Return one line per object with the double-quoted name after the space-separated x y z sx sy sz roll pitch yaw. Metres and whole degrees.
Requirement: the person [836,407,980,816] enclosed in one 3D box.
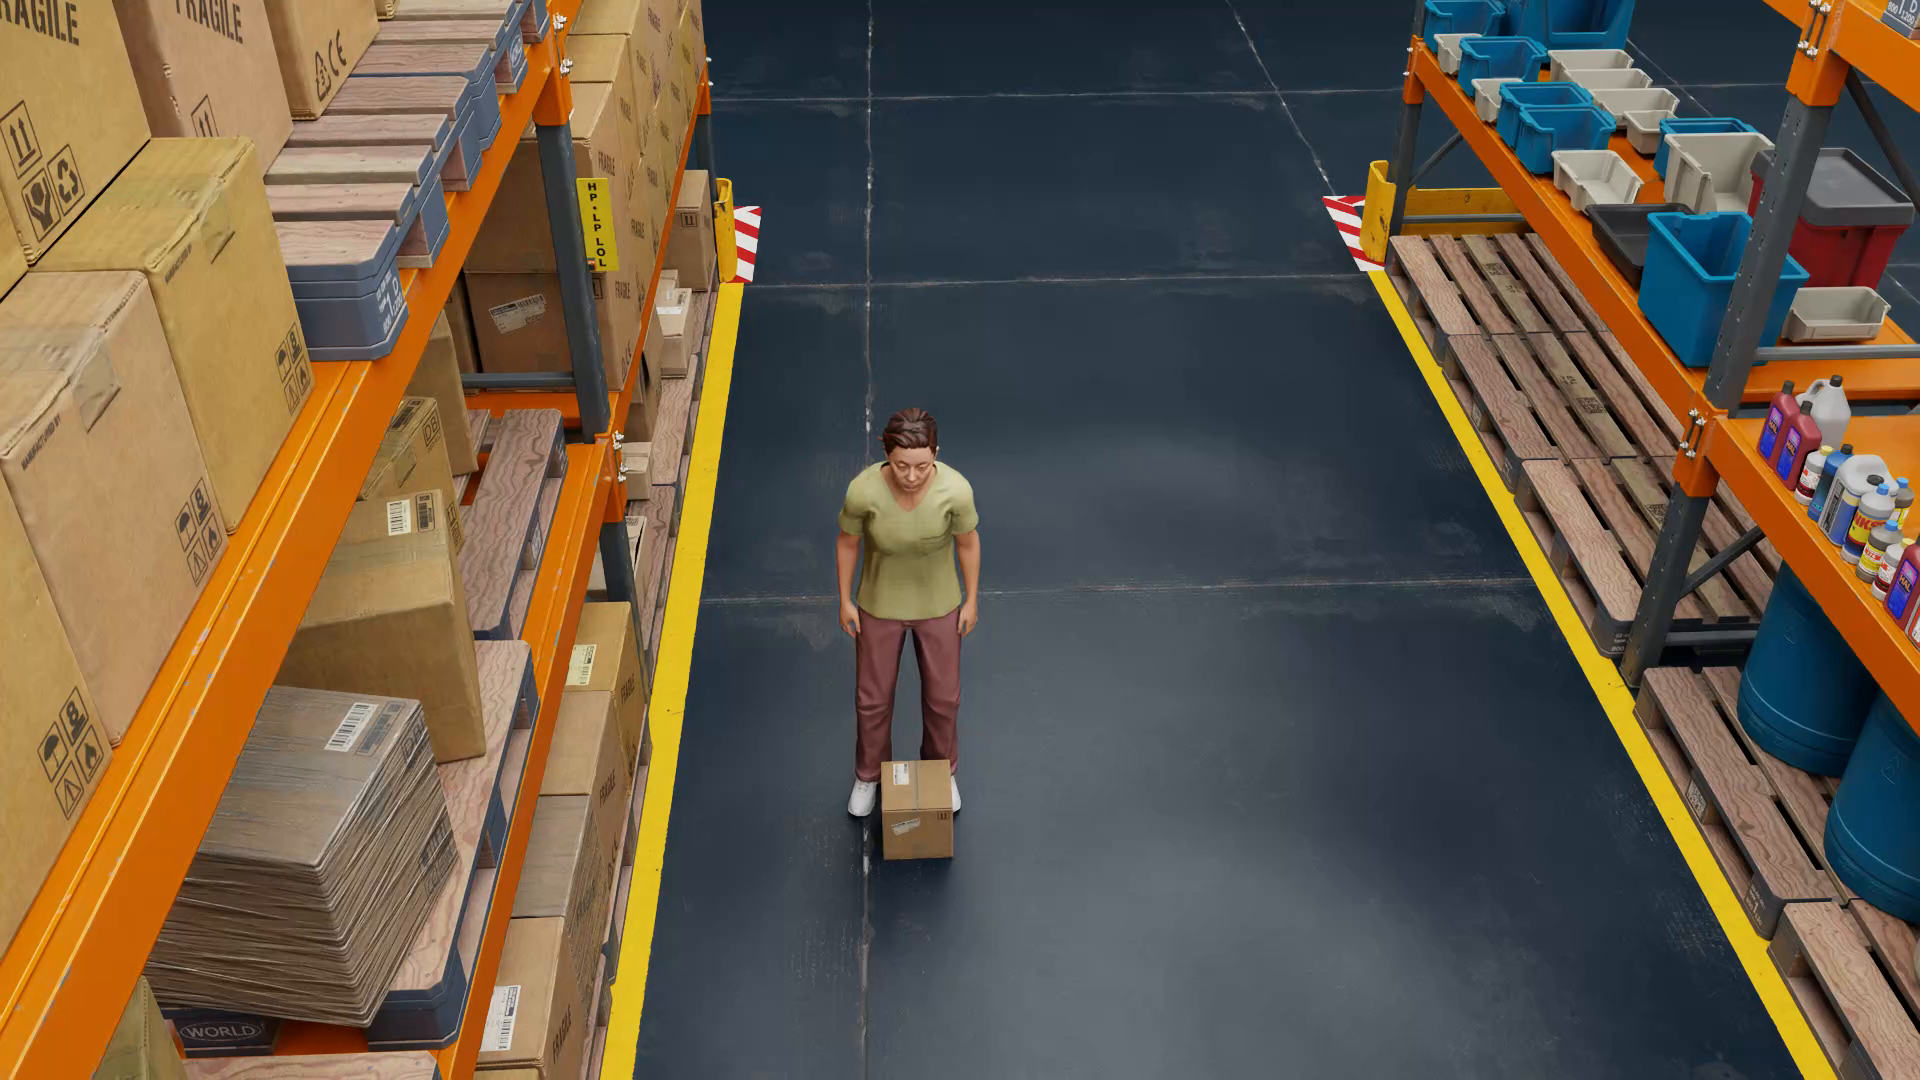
-0.176 0.249 5.797 0.497 1.672 0.360 -1 35 -2 "person"
